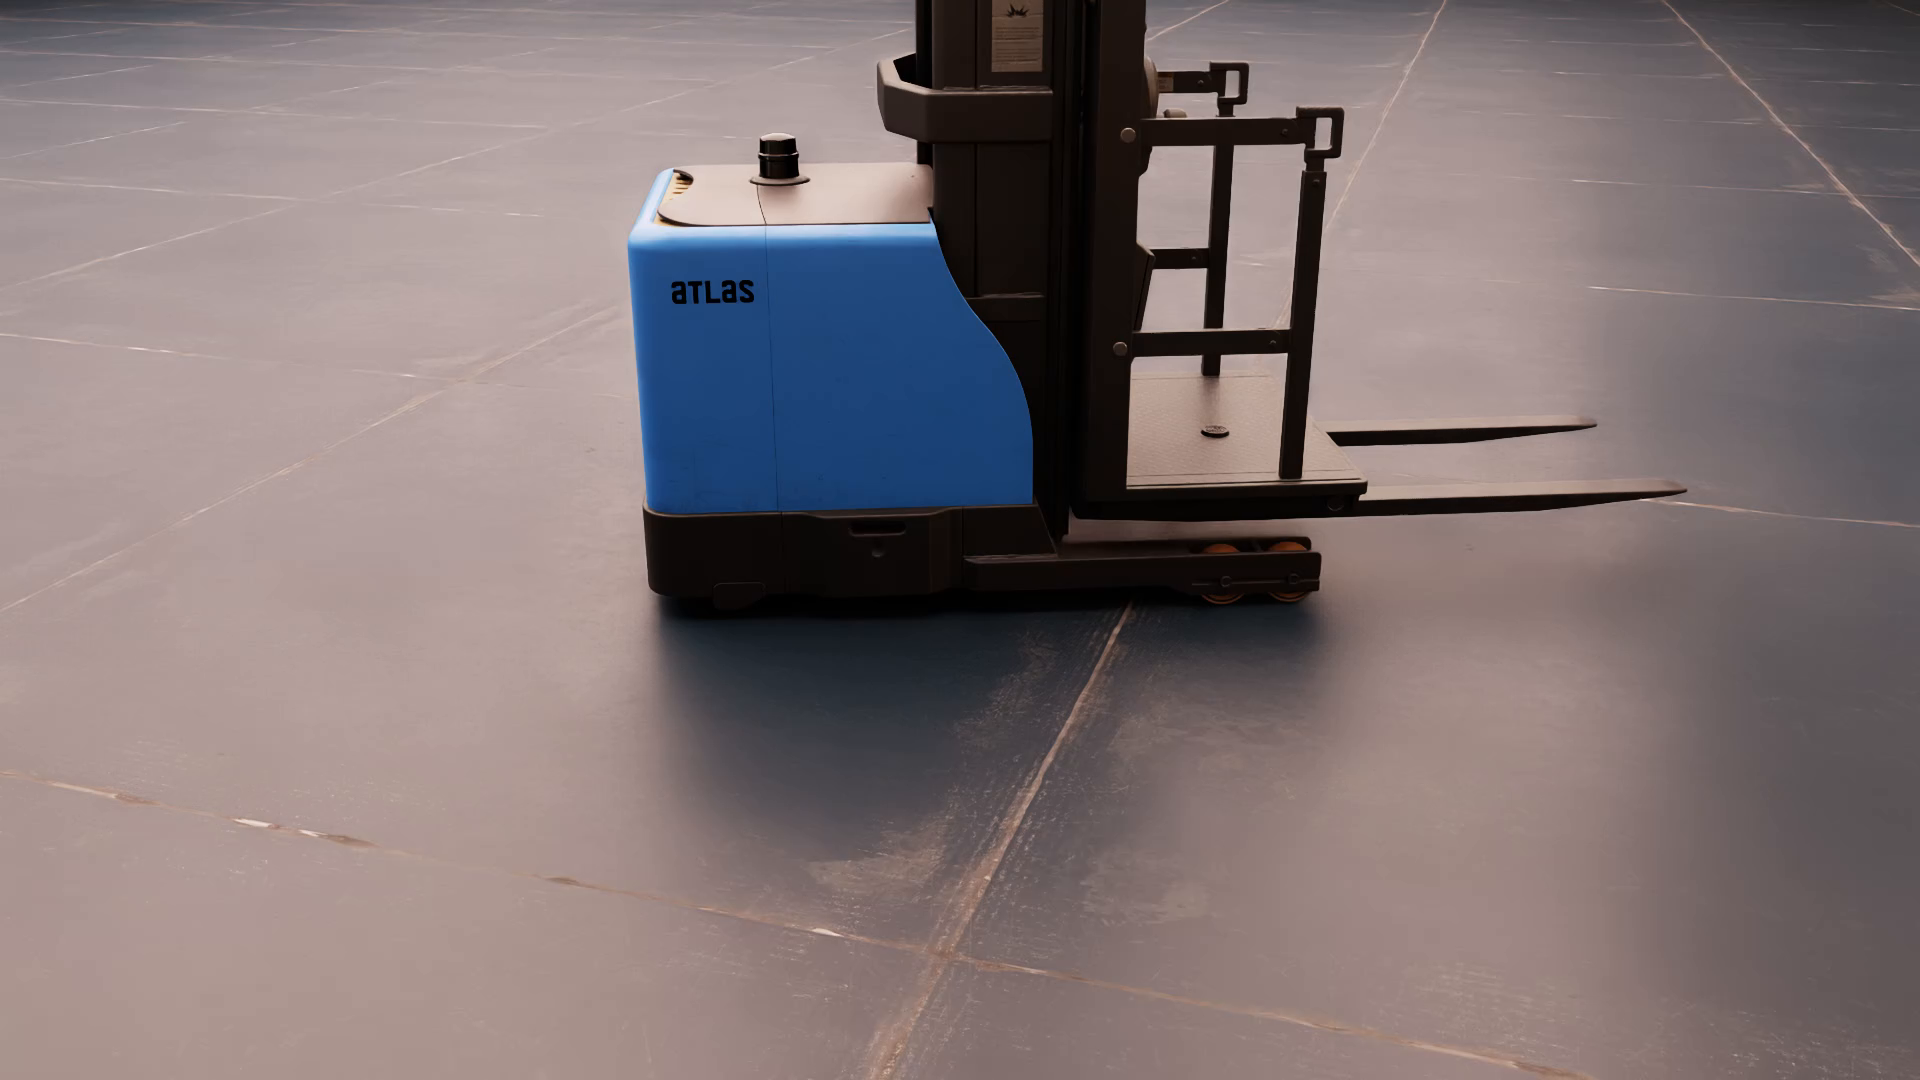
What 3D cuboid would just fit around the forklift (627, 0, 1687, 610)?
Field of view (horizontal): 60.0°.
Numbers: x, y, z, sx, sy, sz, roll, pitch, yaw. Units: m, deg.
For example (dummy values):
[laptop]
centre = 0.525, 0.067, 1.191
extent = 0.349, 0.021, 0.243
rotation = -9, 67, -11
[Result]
[forklift]
centre = 0.606, -1.374, 4.608
extent = 3.031, 2.935, 1.130
rotation = -2, 23, -4
